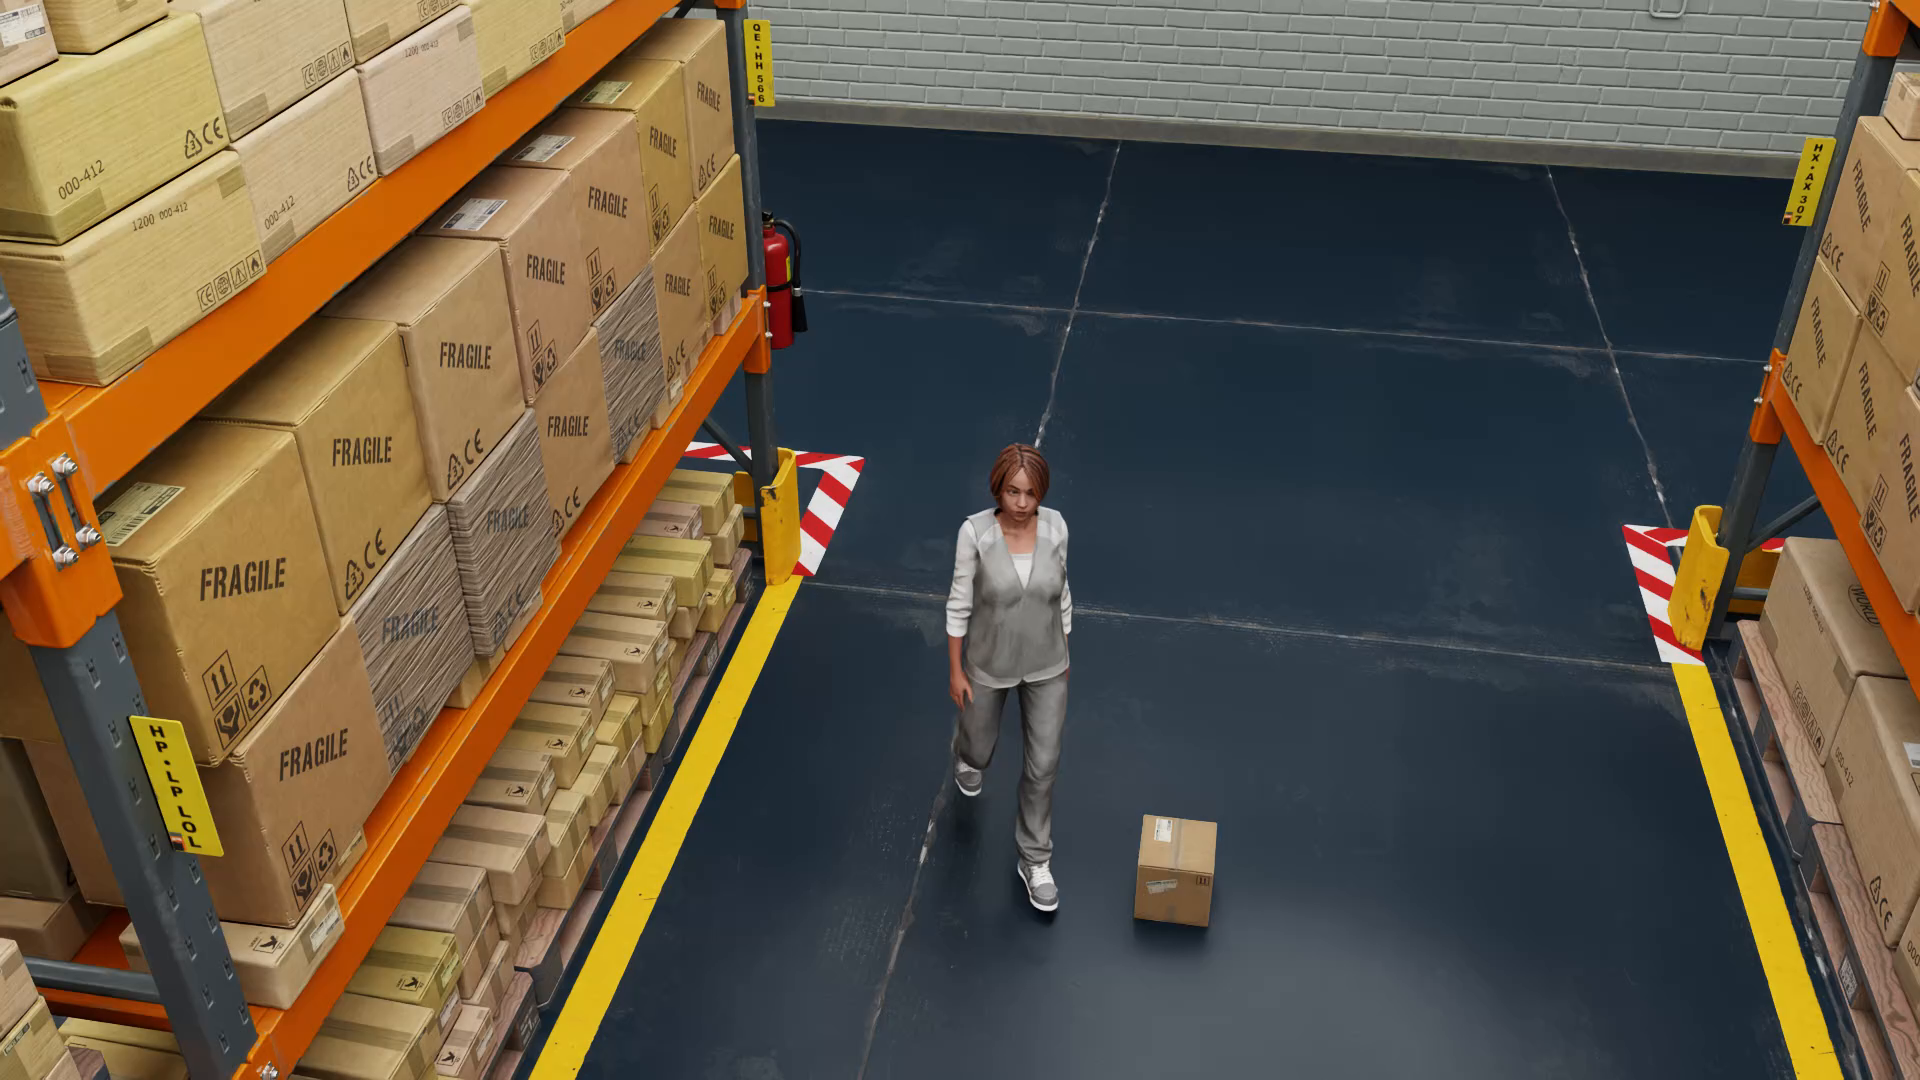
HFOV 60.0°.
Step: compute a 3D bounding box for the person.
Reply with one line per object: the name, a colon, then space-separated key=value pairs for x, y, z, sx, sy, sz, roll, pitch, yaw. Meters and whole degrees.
person: x=0.166 y=0.410 z=5.497 sx=0.425 sy=1.568 sz=0.782 roll=-5 pitch=33 yaw=-7
